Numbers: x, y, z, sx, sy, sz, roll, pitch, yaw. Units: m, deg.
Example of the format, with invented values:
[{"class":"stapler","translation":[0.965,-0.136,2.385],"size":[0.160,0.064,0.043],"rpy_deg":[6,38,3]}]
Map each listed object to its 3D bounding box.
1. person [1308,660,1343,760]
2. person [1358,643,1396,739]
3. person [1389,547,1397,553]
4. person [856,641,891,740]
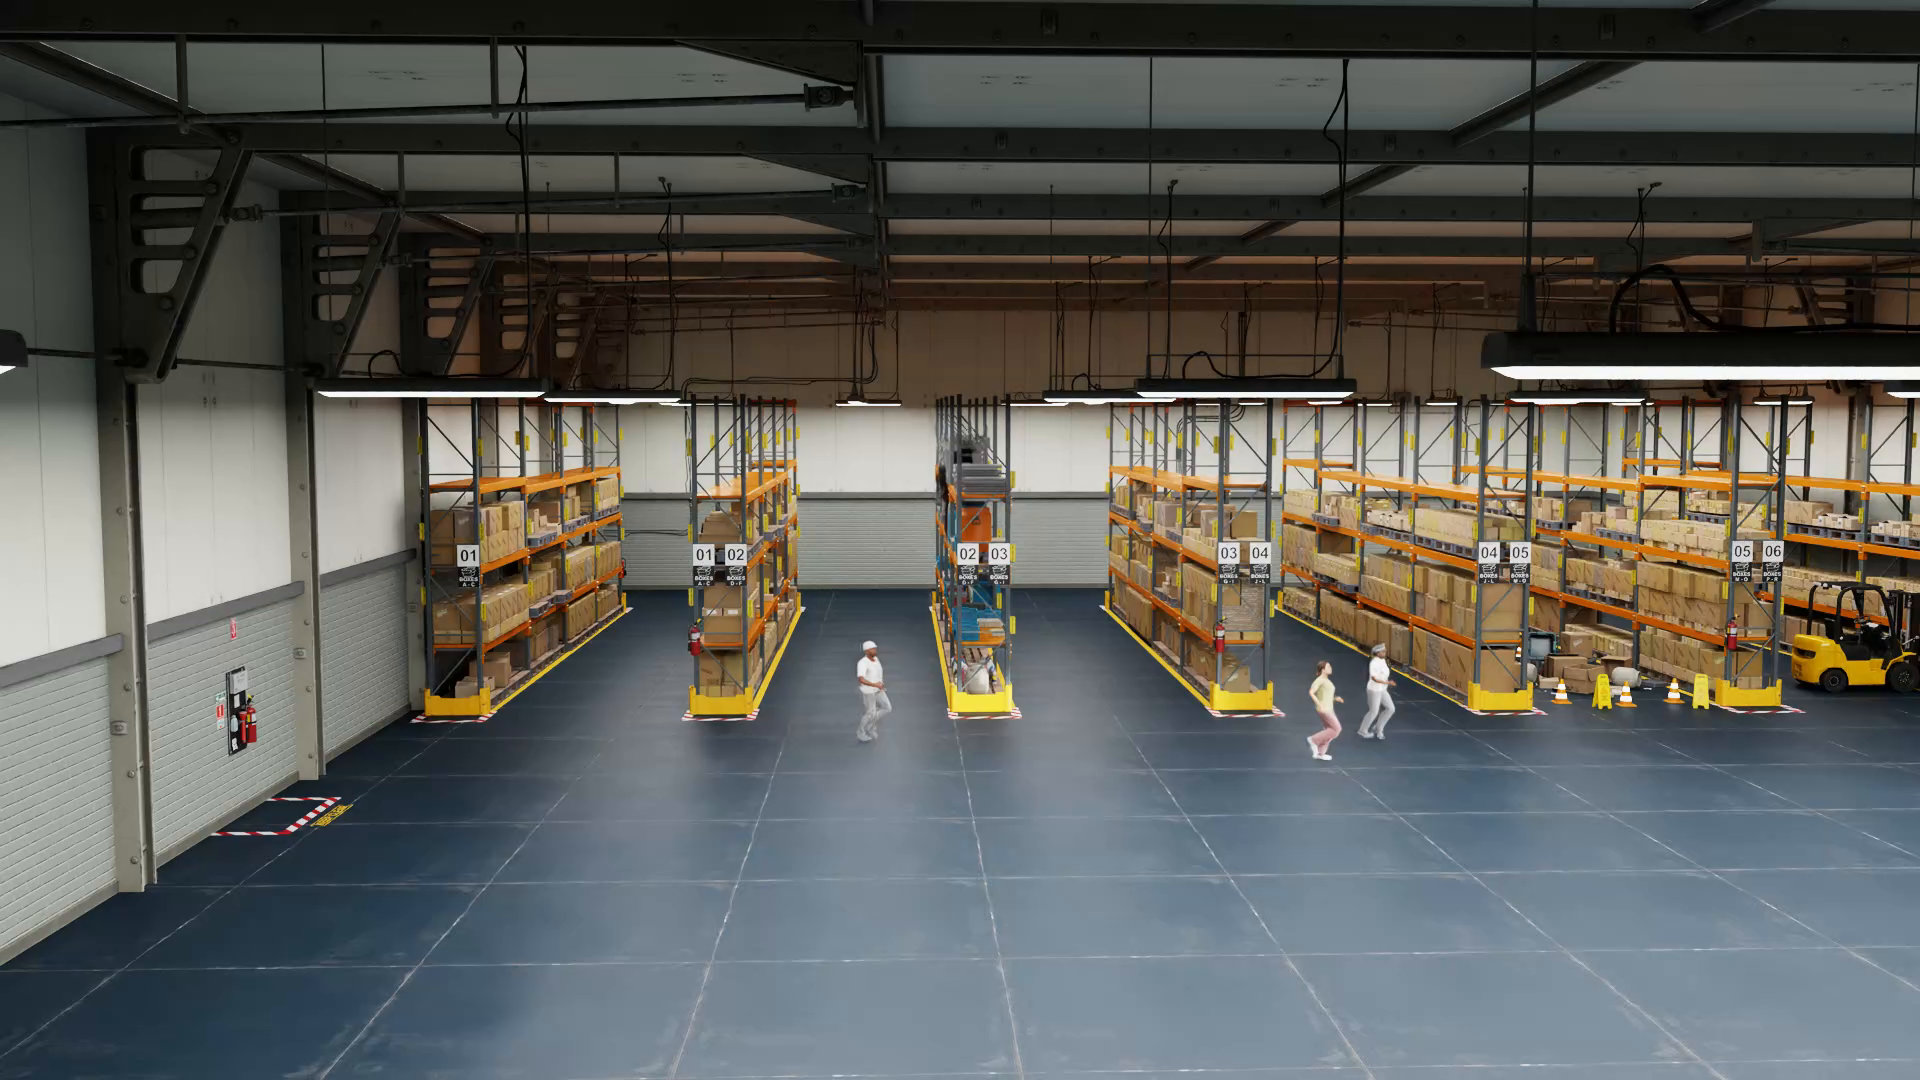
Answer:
[{"class":"person","translation":[5.973,2.775,27.128],"size":[0.540,1.627,0.575],"rpy_deg":[2,5,24]},{"class":"person","translation":[7.267,2.632,28.803],"size":[0.694,1.729,0.594],"rpy_deg":[4,6,38]},{"class":"person","translation":[12.902,0.957,49.193],"size":[0.987,1.799,0.609],"rpy_deg":[-1,5,-9]},{"class":"person","translation":[-1.502,2.594,28.658],"size":[0.617,1.725,0.702],"rpy_deg":[2,5,27]}]
